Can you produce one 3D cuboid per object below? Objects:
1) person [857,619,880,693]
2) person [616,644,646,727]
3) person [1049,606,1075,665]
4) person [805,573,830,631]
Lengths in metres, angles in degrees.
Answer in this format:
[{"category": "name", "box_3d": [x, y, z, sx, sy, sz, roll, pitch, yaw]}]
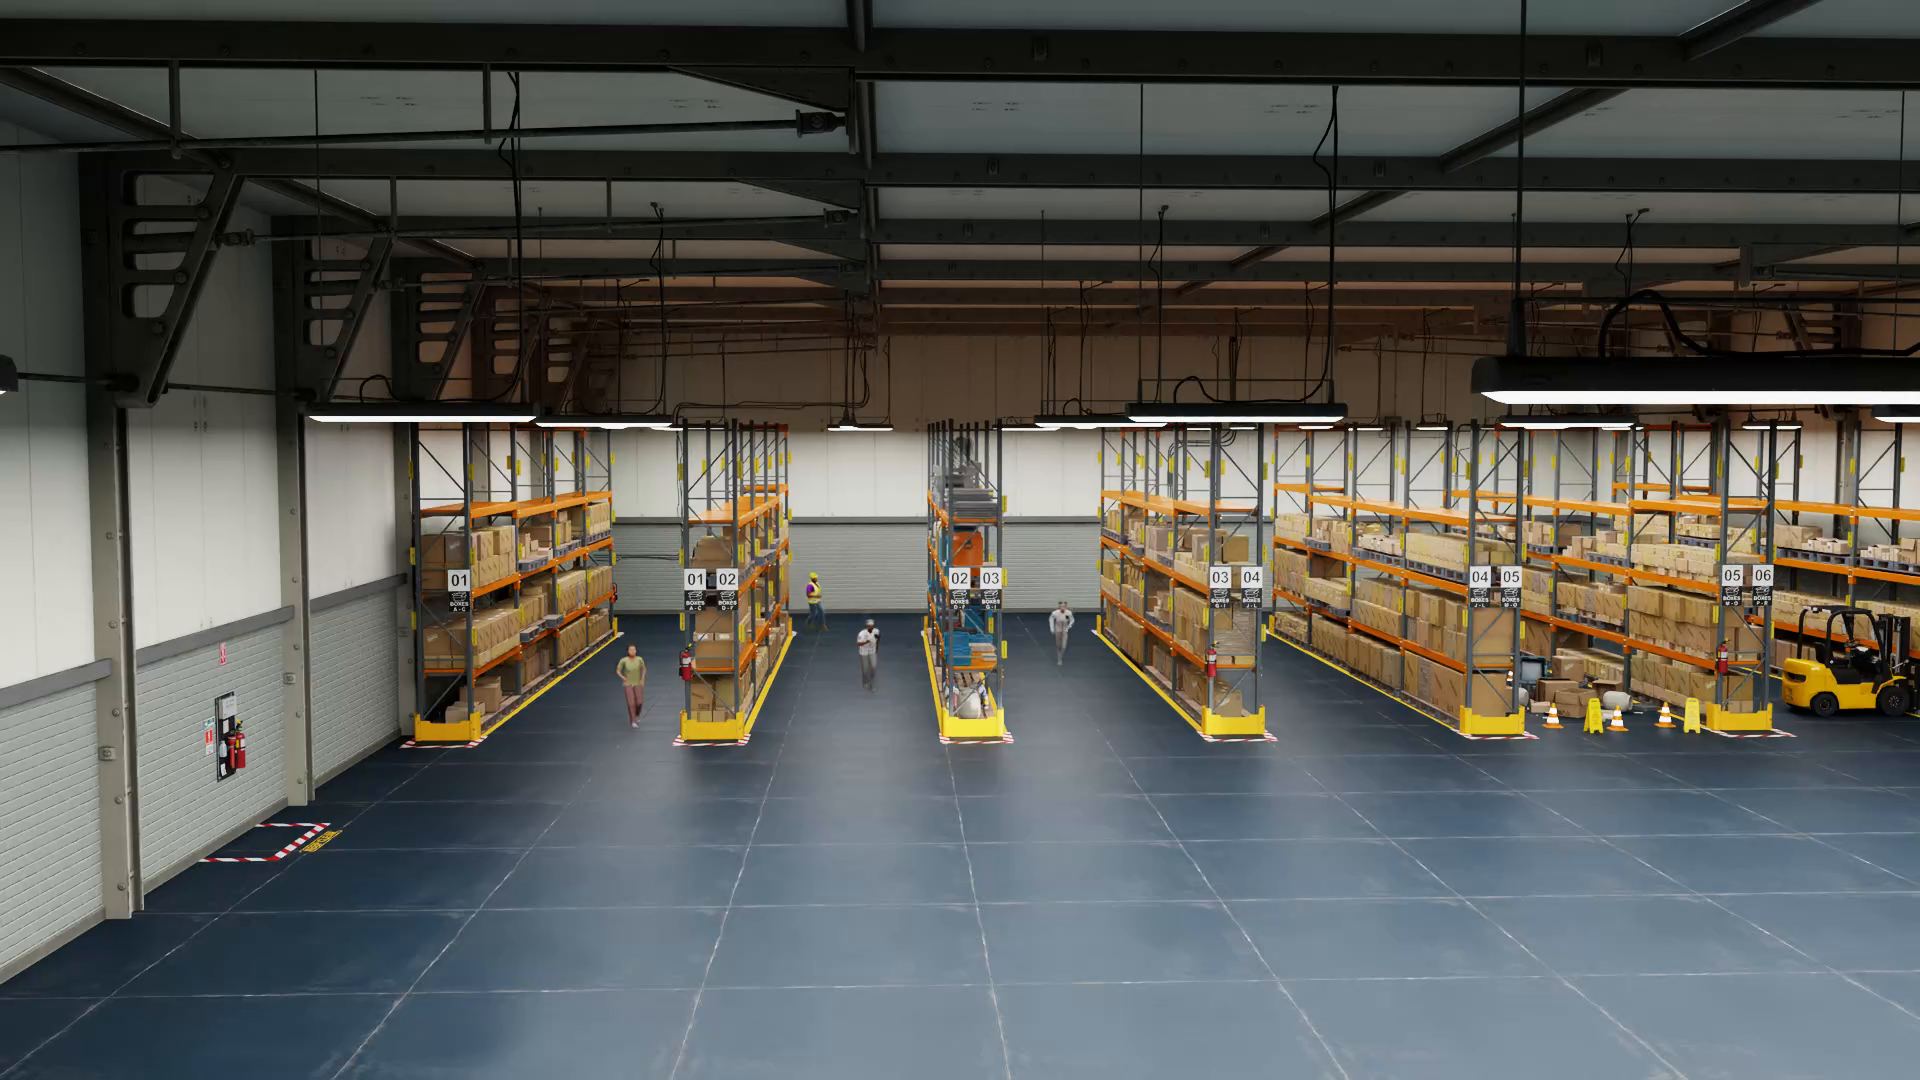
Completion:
[{"category": "person", "box_3d": [-2.022, 2.544, 36.771, 0.560, 1.656, 0.893, -1, 4, -10]}, {"category": "person", "box_3d": [-6.379, 2.834, 32.337, 0.581, 1.631, 0.524, -1, 4, -18]}, {"category": "person", "box_3d": [2.526, 2.318, 41.309, 0.610, 1.576, 0.697, 0, 4, -5]}, {"category": "person", "box_3d": [-4.251, 1.809, 48.129, 0.751, 1.760, 0.803, 2, 4, 26]}]
